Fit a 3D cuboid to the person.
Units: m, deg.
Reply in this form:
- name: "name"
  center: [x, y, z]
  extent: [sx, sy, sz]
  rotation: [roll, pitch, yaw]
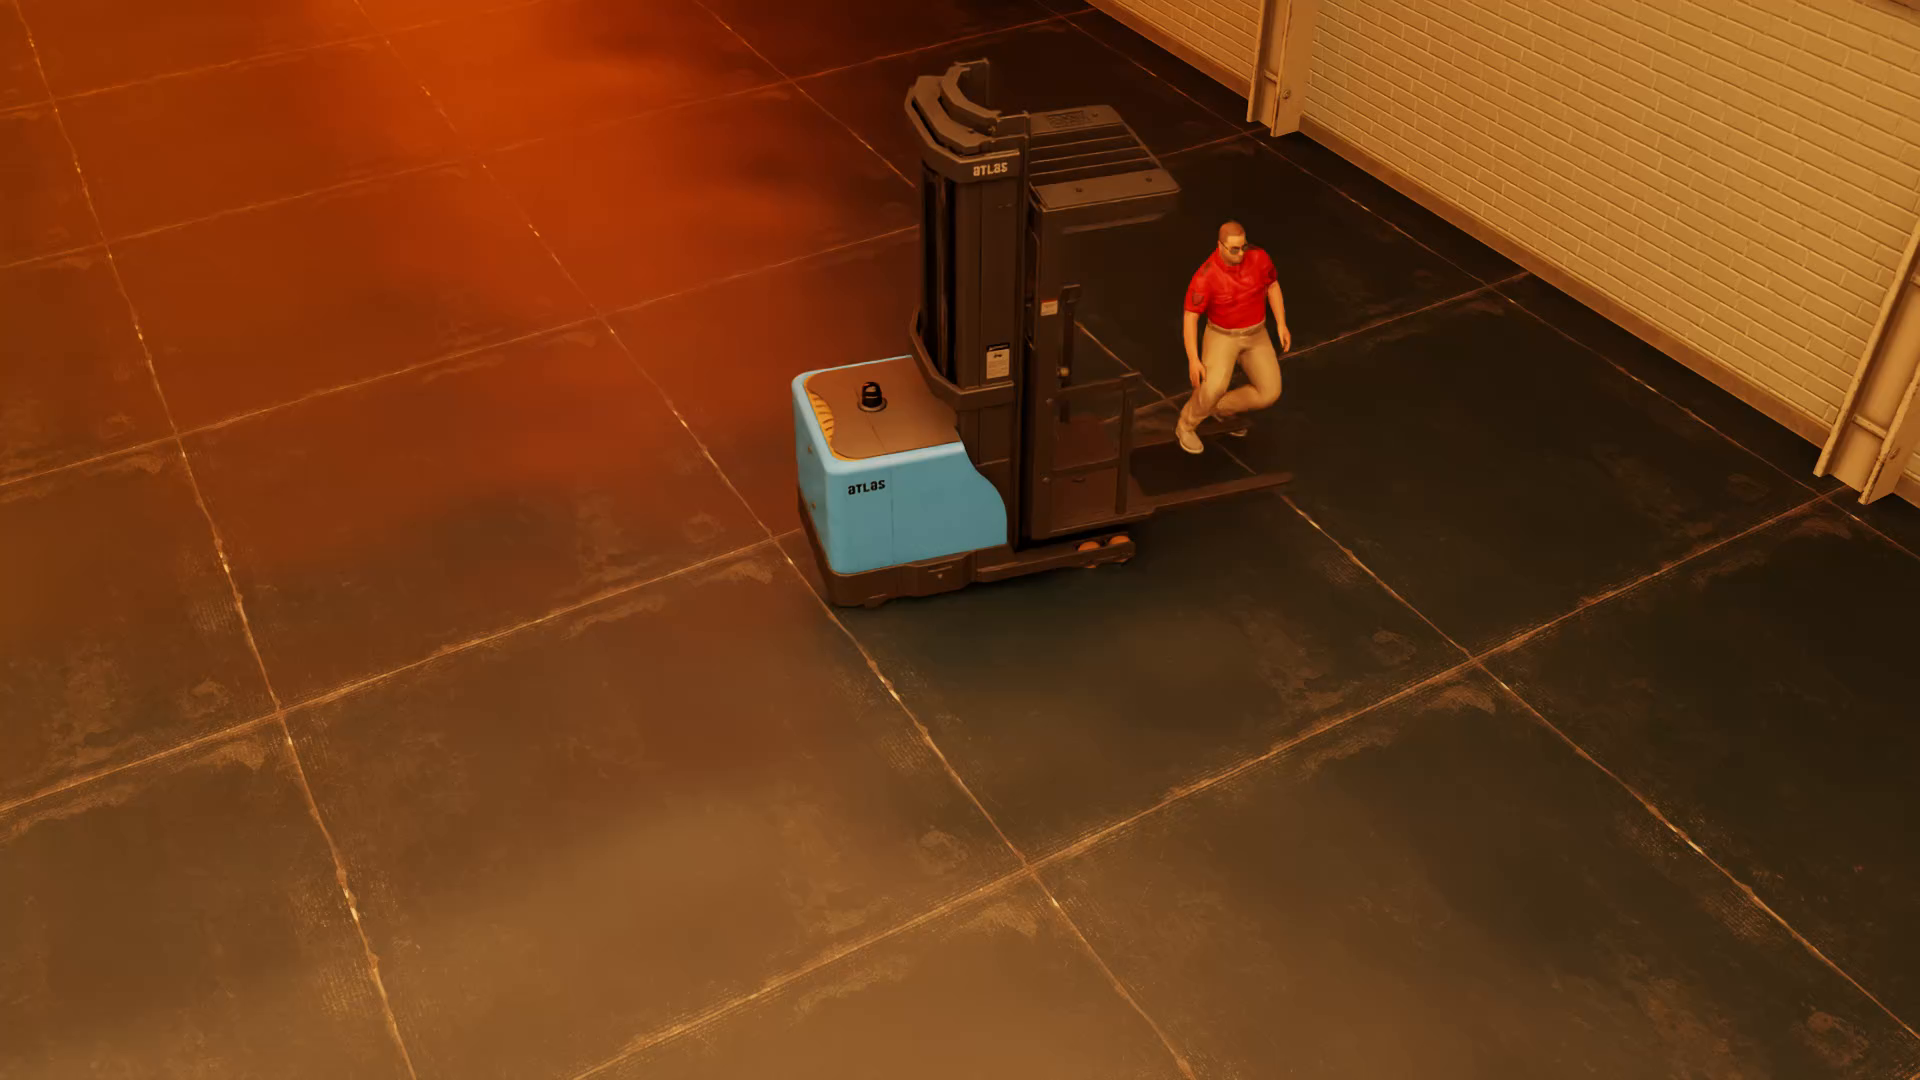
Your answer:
- name: "person"
  center: [1.725, -1.244, 10.502]
  extent: [0.777, 1.547, 0.627]
  rotation: [-12, 41, -14]

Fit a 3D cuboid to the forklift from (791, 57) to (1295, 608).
- name: "forklift"
  center: [0.561, -1.266, 9.563]
  extent: [3.031, 2.935, 1.130]
  rotation: [-11, 41, -13]
